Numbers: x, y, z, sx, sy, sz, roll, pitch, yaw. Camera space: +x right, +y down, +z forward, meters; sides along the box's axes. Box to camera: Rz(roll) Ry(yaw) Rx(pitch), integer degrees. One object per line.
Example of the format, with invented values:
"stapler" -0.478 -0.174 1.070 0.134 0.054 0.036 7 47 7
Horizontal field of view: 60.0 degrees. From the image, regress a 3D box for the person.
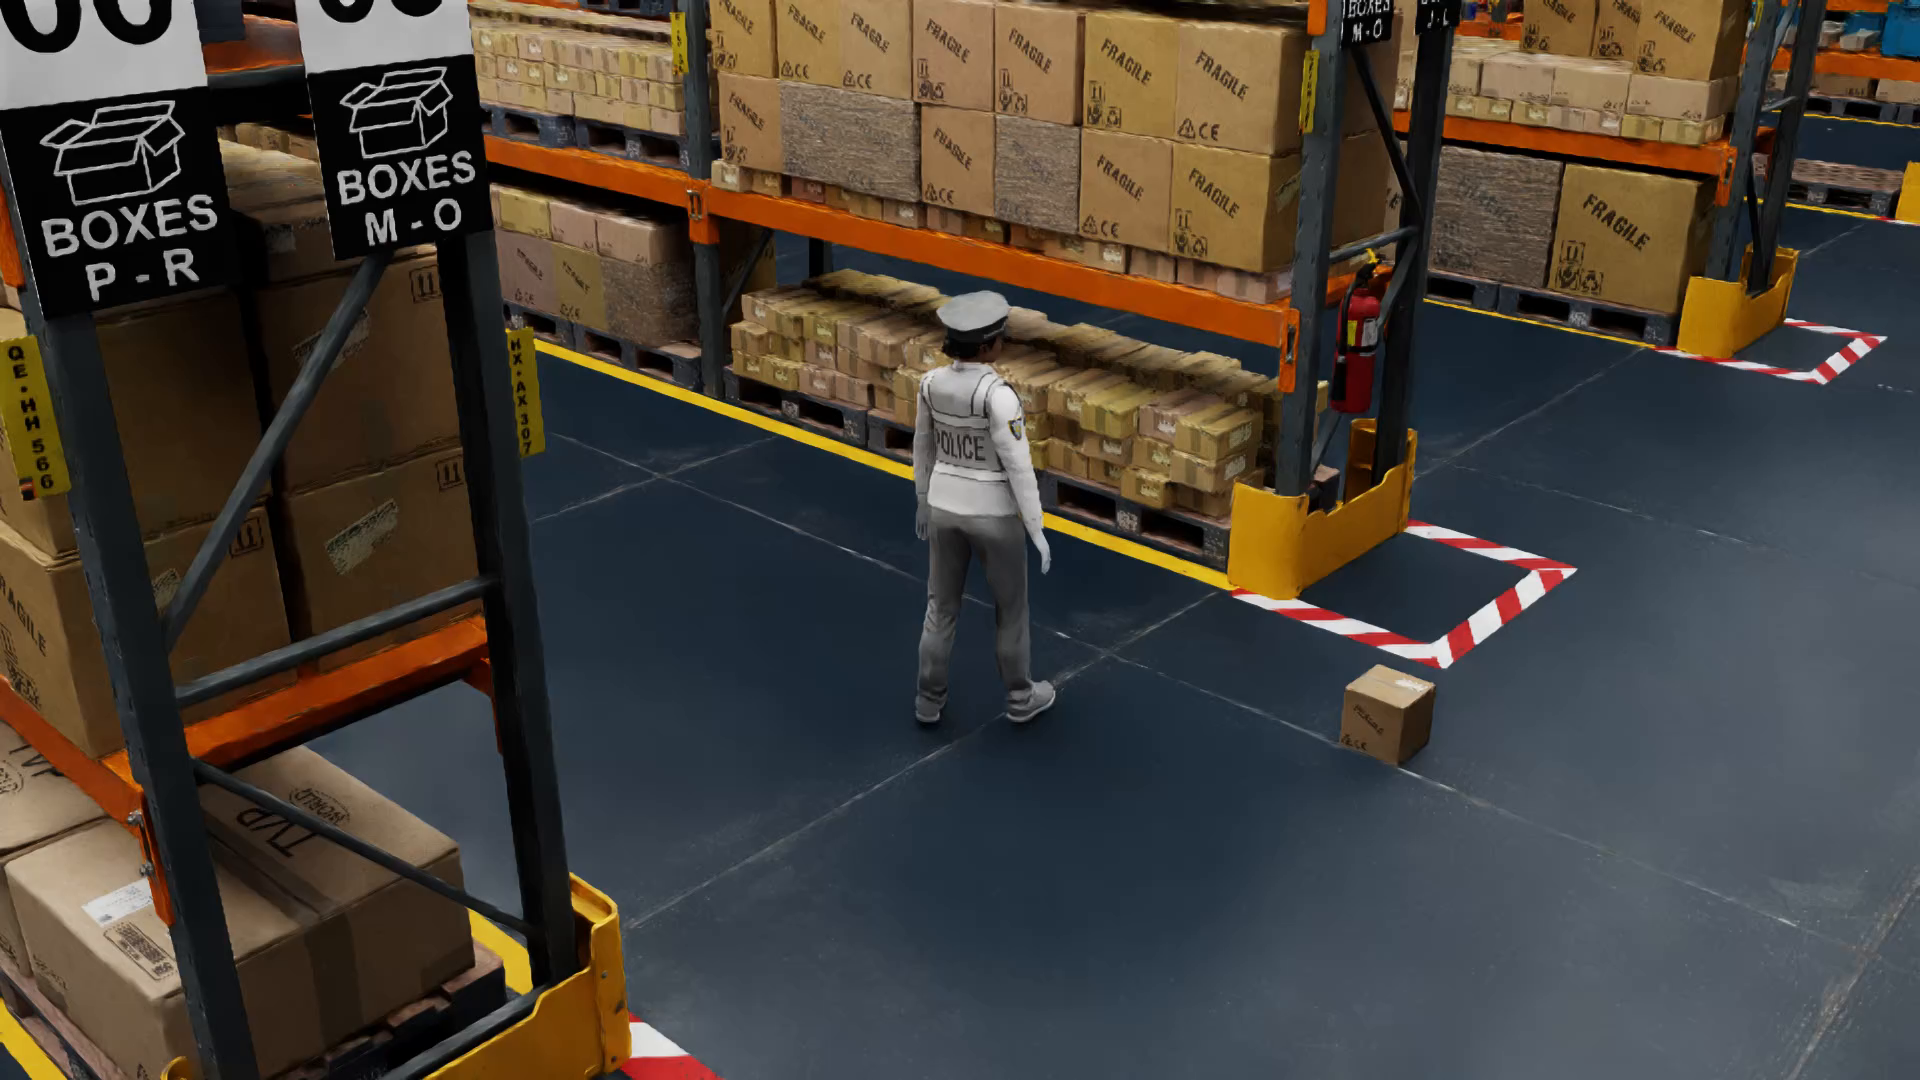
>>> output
"person" 0.106 -0.088 6.218 0.658 1.677 0.492 18 30 35
